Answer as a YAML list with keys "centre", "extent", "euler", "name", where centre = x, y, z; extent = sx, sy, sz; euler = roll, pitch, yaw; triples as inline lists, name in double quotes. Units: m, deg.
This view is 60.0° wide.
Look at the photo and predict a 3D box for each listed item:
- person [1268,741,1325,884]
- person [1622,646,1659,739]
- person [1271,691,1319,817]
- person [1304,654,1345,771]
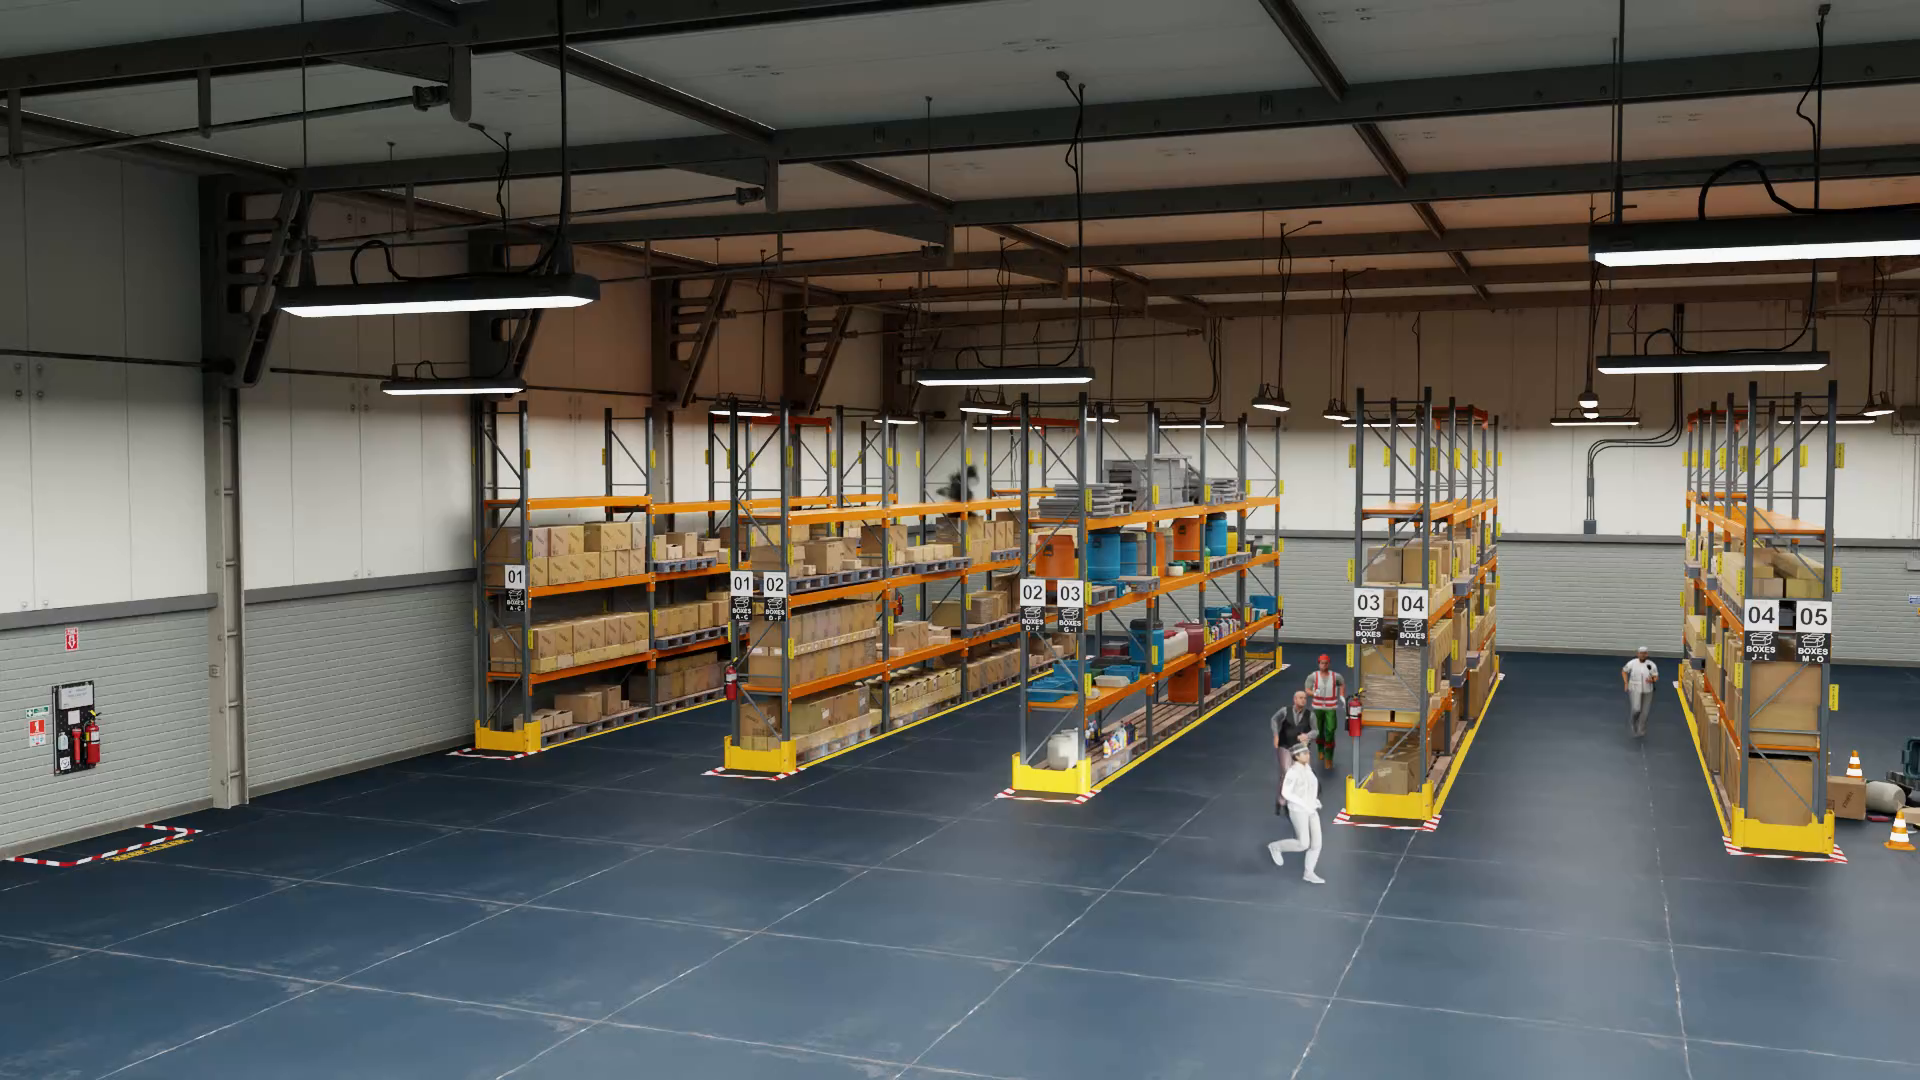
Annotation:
- centre: [4.043, 3.211, 19.769]
  extent: [0.729, 1.667, 0.615]
  euler: [3, 4, 44]
  name: "person"
- centre: [12.171, 2.729, 29.715]
  extent: [0.578, 1.660, 0.660]
  euler: [1, 3, 11]
  name: "person"
- centre: [4.750, 3.014, 23.608]
  extent: [0.641, 1.758, 0.714]
  euler: [0, 3, -3]
  name: "person"
- centre: [5.938, 2.774, 27.050]
  extent: [0.654, 1.834, 0.855]
  euler: [1, 3, 16]
  name: "person"
